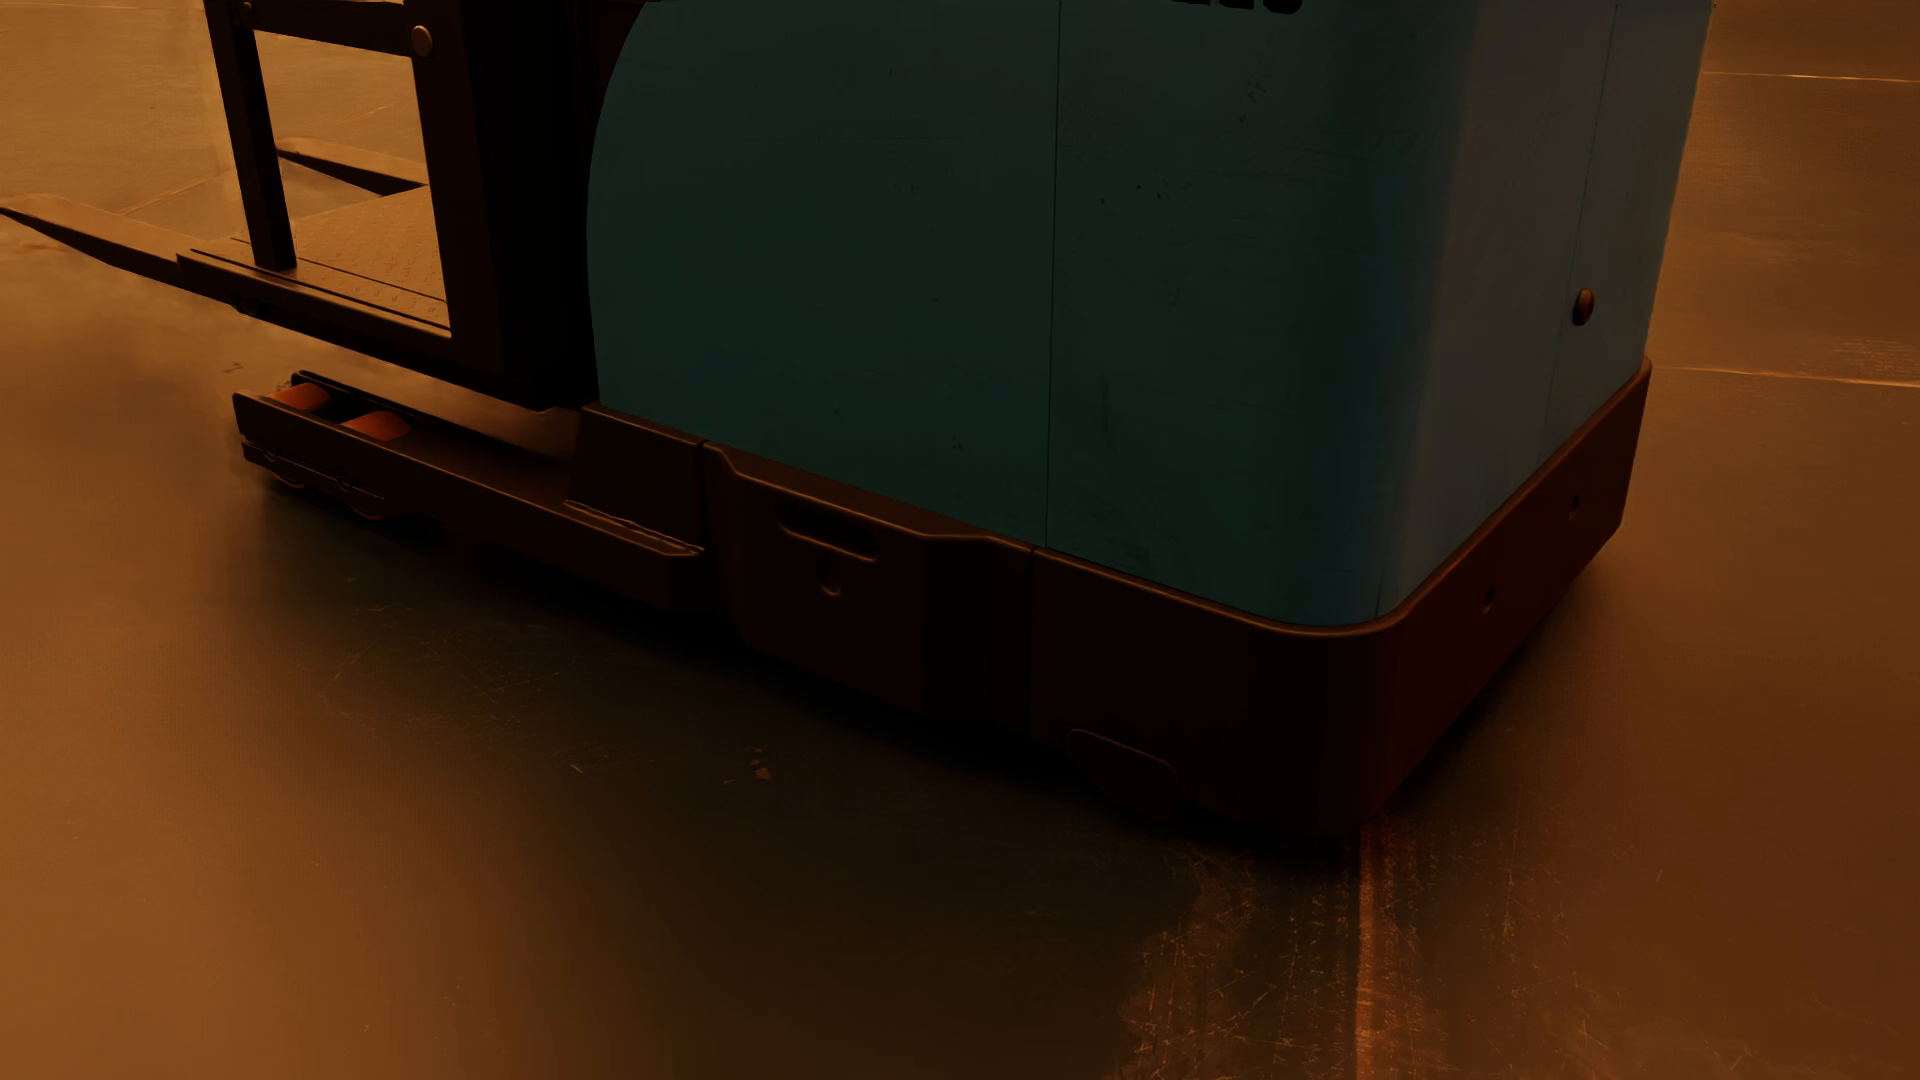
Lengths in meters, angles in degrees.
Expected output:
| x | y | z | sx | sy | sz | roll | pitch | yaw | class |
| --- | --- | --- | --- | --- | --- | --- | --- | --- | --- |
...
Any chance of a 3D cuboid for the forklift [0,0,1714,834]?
| x | y | z | sx | sy | sz | roll | pitch | yaw | class |
| --- | --- | --- | --- | --- | --- | --- | --- | --- | --- |
| -0.530 | -1.511 | 2.241 | 3.031 | 2.935 | 1.130 | 18 | 32 | 32 | forklift |
